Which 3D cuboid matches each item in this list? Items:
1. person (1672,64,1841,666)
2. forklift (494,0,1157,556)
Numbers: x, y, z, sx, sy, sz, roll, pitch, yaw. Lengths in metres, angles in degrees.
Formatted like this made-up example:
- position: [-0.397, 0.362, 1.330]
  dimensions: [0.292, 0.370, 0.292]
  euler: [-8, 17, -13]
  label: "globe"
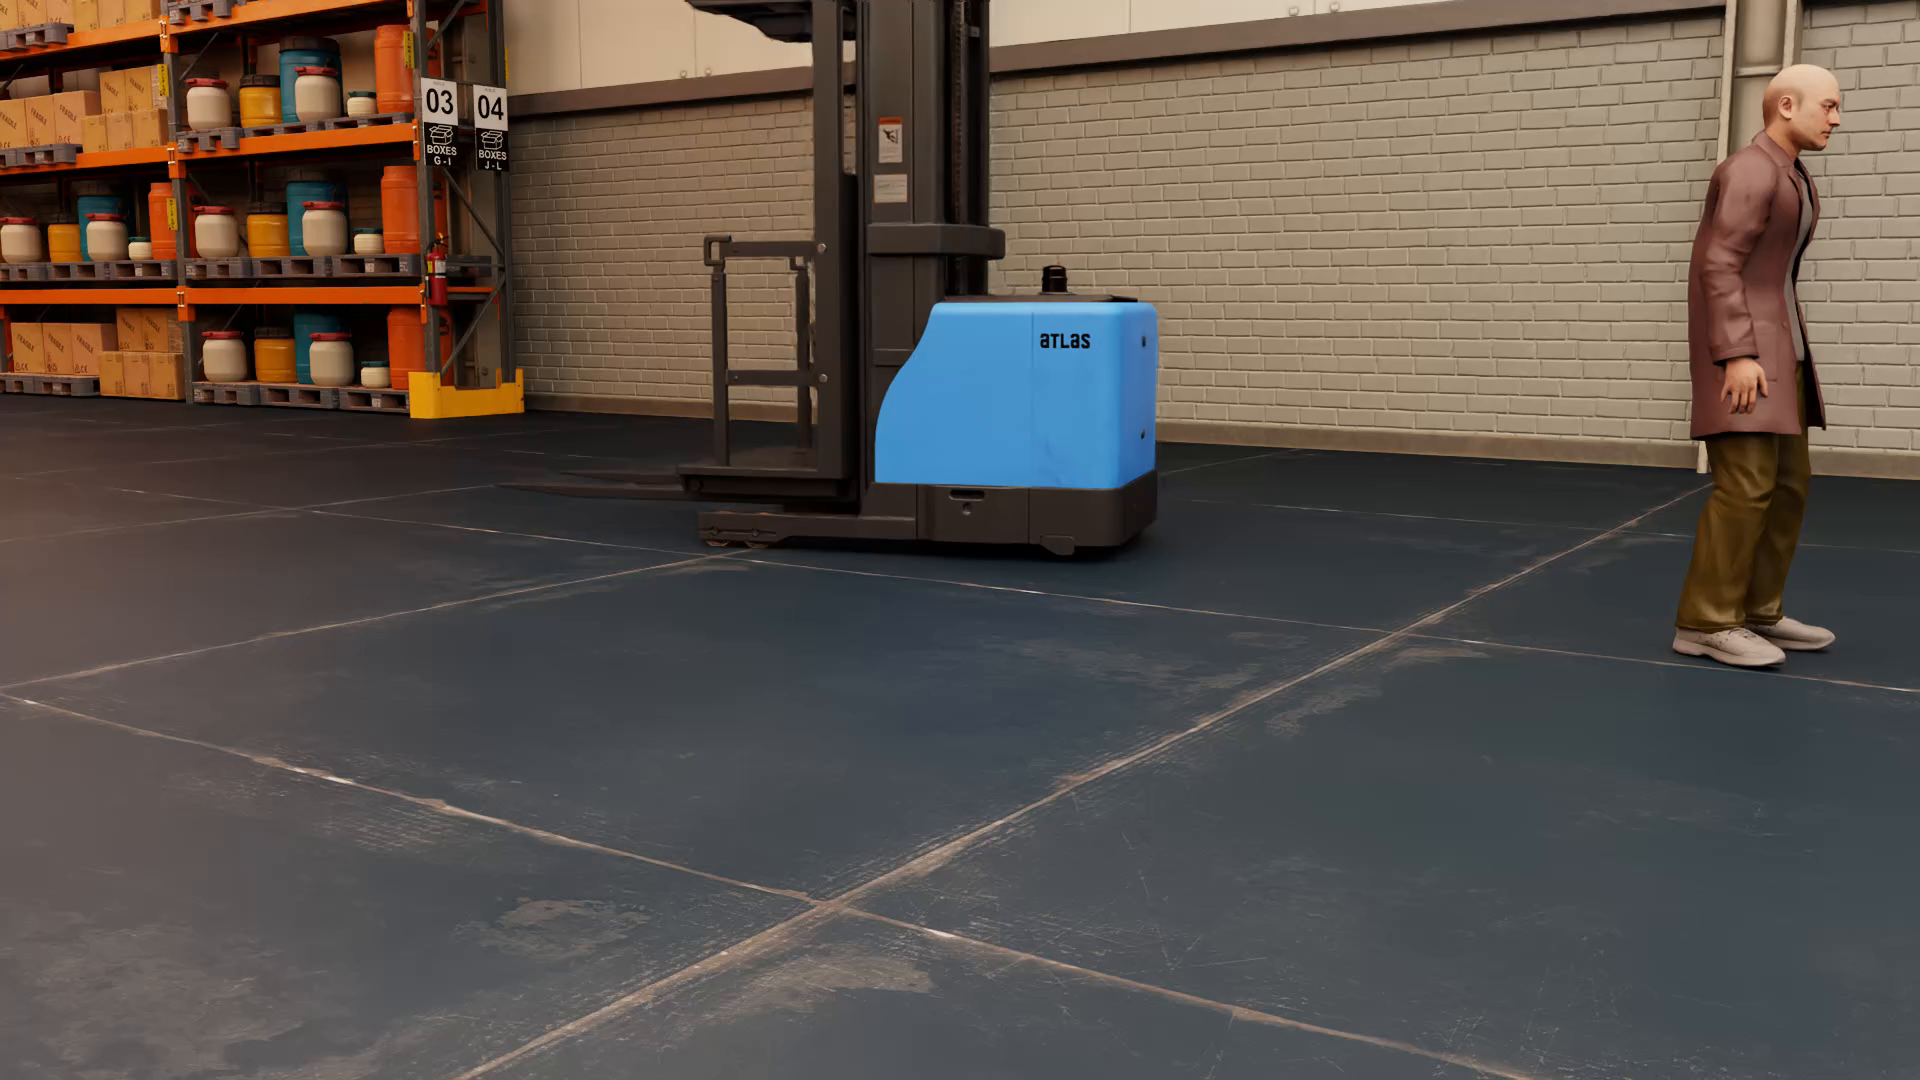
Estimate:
- position: [2.450, -0.461, 5.078]
  dimensions: [0.436, 1.623, 0.645]
  euler: [8, 11, 43]
  label: "person"
- position: [-0.657, -1.477, 7.583]
  dimensions: [3.031, 2.935, 1.130]
  euler: [2, 8, 16]
  label: "forklift"
